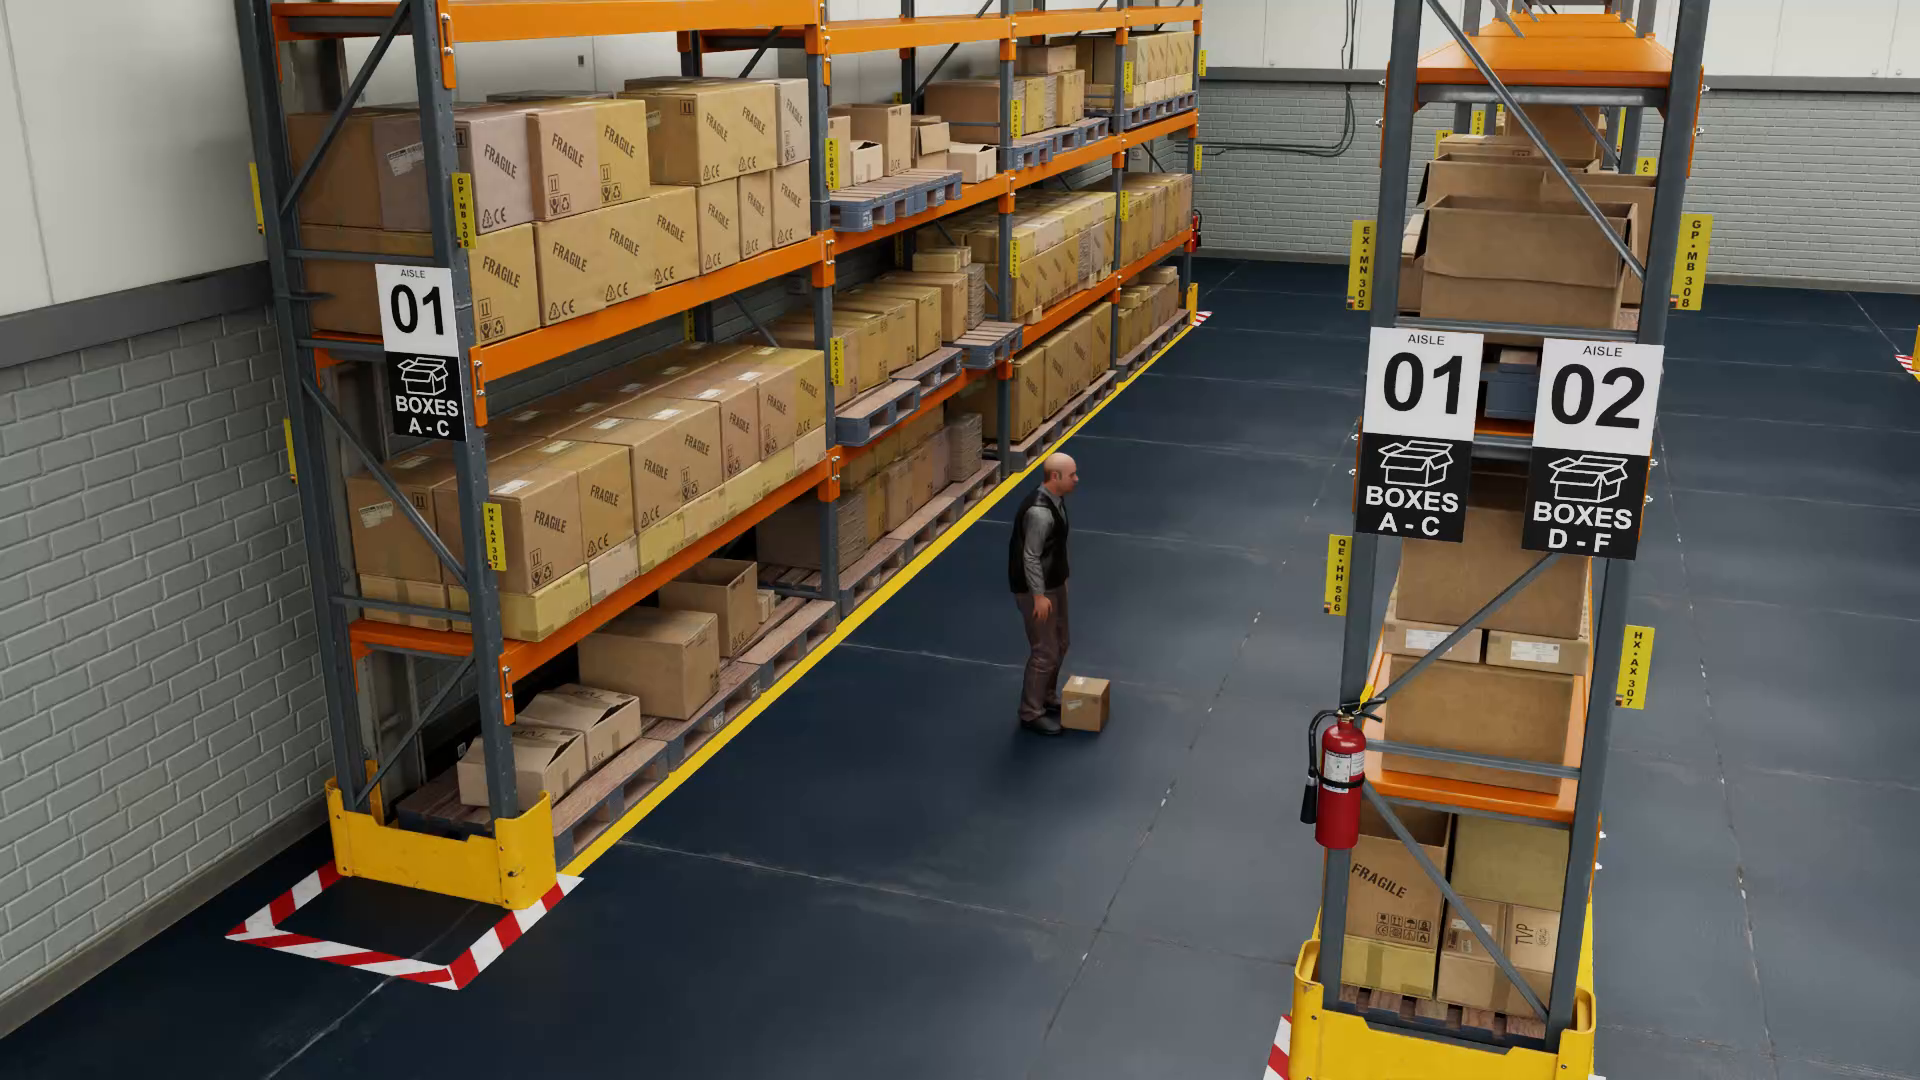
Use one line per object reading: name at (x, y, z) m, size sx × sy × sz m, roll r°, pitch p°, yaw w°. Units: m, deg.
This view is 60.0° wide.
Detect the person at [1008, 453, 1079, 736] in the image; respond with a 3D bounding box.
person at (0.512, 0.344, 10.235) m, size 0.422 × 1.616 × 0.579 m, roll 5°, pitch 19°, yaw 16°
